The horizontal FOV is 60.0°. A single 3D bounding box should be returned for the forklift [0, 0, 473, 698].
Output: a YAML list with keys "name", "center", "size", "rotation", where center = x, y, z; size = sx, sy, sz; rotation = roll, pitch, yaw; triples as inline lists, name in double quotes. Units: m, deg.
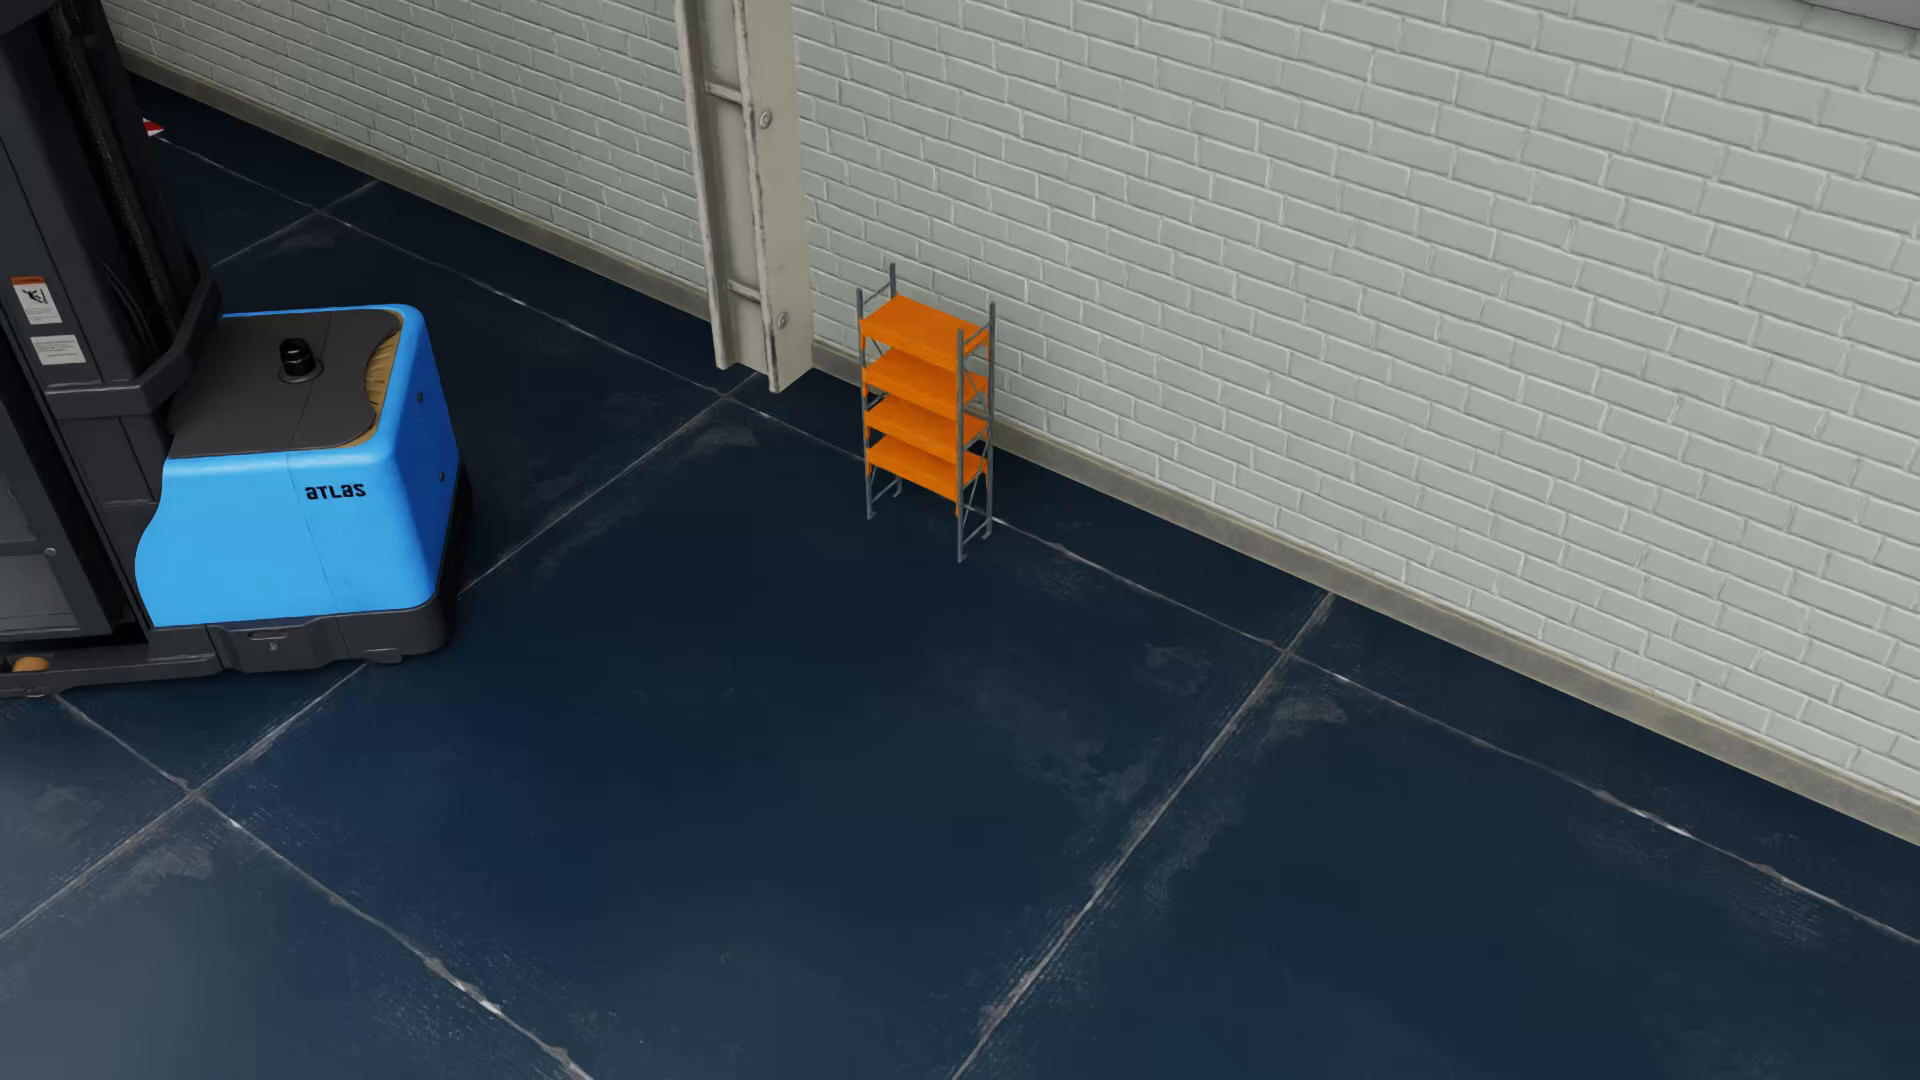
- name: "forklift"
  center: [-3.609, -0.831, 5.980]
  size: [3.031, 2.935, 1.130]
  rotation: [-4, 42, -5]

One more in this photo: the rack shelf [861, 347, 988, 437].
- name: "rack shelf"
  center: [-0.136, -0.627, 6.816]
  size: [0.480, 0.148, 0.258]
  rotation: [25, 48, 25]

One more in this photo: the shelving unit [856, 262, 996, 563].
- name: "shelving unit"
  center: [-0.136, -0.511, 6.921]
  size: [0.503, 1.200, 0.258]
  rotation: [25, 48, 25]

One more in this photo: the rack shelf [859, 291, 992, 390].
- name: "rack shelf"
  center: [-0.136, -0.803, 6.659]
  size: [0.480, 0.148, 0.258]
  rotation: [25, 48, 25]

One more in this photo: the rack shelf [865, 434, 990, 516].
- name: "rack shelf"
  center: [-0.136, -0.312, 7.098]
  size: [0.480, 0.148, 0.258]
  rotation: [25, 48, 25]

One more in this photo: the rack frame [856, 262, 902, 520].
- name: "rack frame"
  center: [-0.335, -0.604, 7.025]
  size: [0.015, 1.200, 0.240]
  rotation: [25, 48, 25]

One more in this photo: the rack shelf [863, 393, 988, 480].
- name: "rack shelf"
  center: [-0.136, -0.460, 6.966]
  size: [0.480, 0.148, 0.258]
  rotation: [25, 48, 25]

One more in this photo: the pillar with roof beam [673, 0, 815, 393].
- name: "pillar with roof beam"
  center: [-3.429, -1.870, 2.591]
  size: [0.400, 9.000, 9.100]
  rotation: [25, 48, 25]

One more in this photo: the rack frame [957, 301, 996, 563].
- name: "rack frame"
  center: [0.064, -0.417, 6.816]
  size: [0.015, 1.200, 0.240]
  rotation: [25, 48, 25]
